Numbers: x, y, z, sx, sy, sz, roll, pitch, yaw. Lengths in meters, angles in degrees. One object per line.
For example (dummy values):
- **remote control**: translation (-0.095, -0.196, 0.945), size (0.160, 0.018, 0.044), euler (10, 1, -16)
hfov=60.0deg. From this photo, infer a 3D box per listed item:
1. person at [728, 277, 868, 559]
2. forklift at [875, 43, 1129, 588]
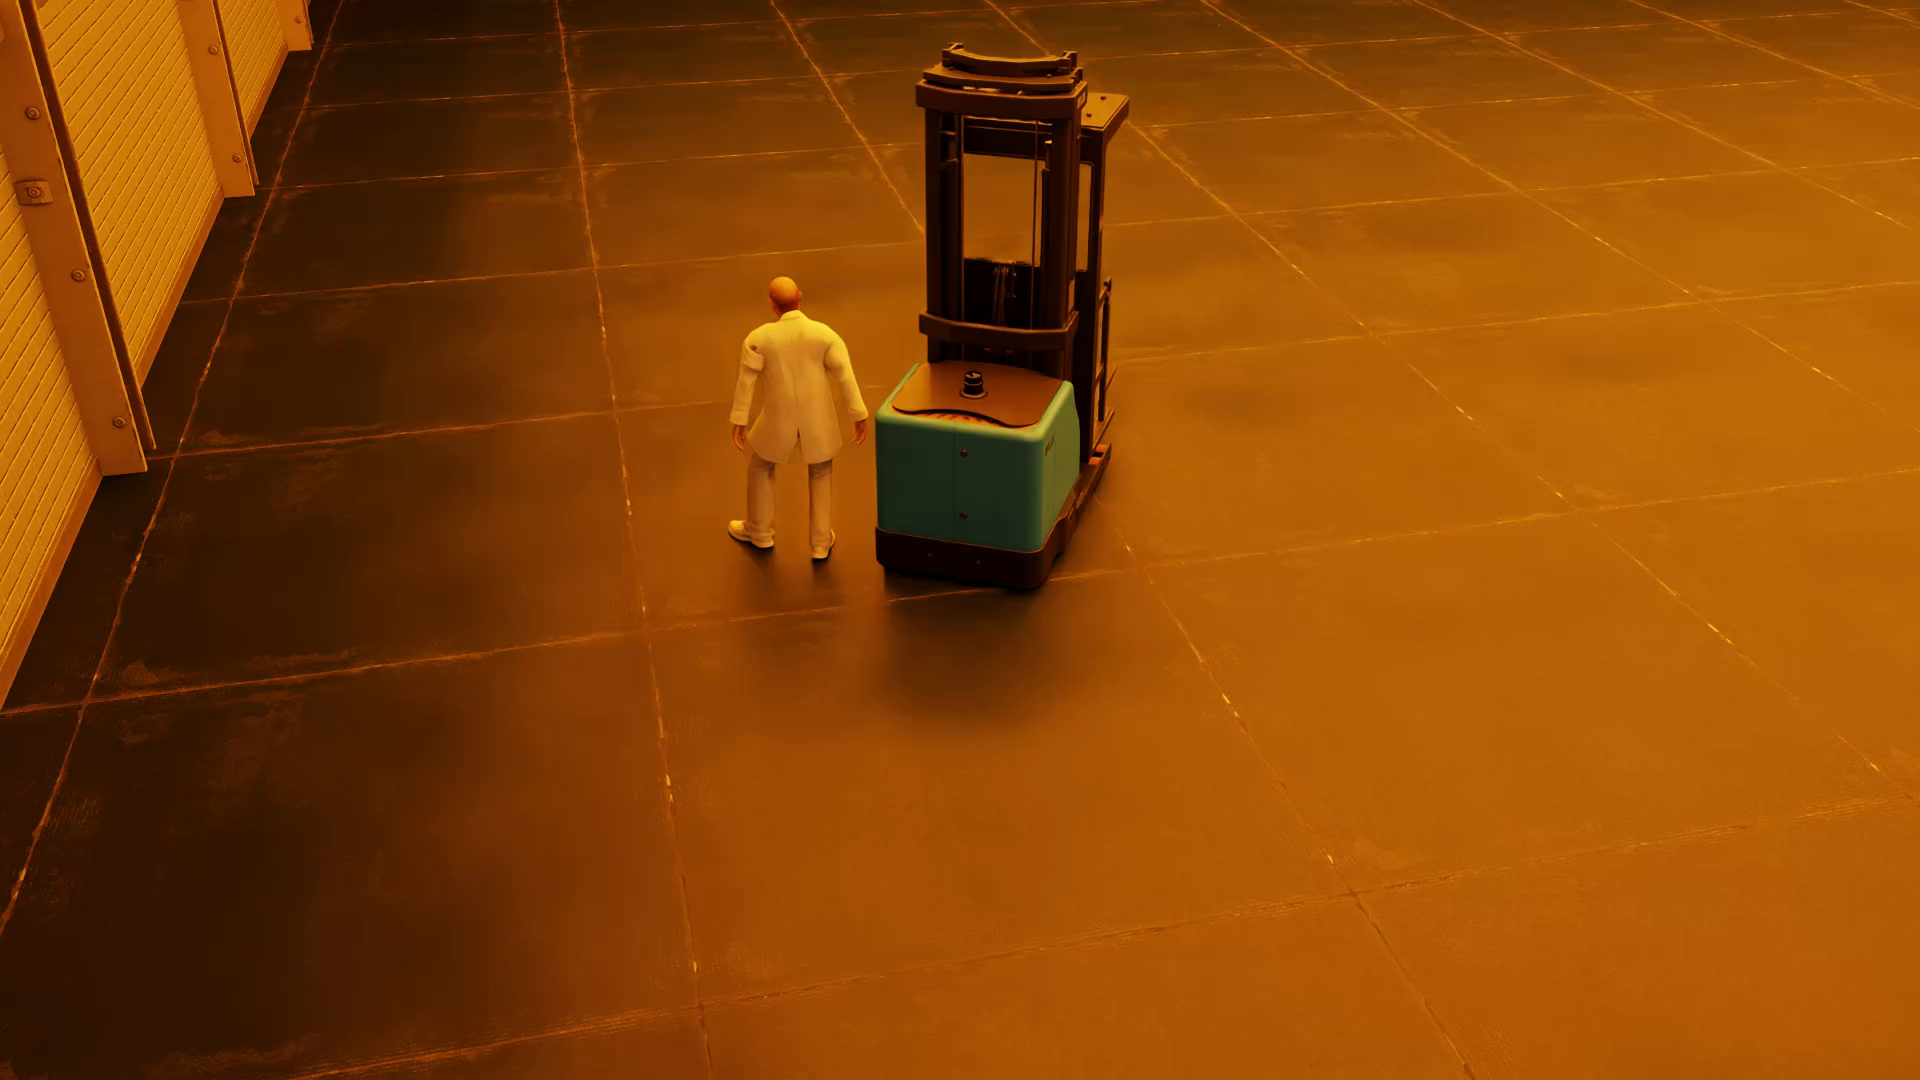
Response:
- **person**: translation (-1.009, -0.724, 10.026), size (0.910, 1.749, 0.451), euler (-1, 30, -2)
- **forklift**: translation (0.401, -1.711, 10.530), size (1.130, 2.935, 3.031), euler (9, 31, 15)
